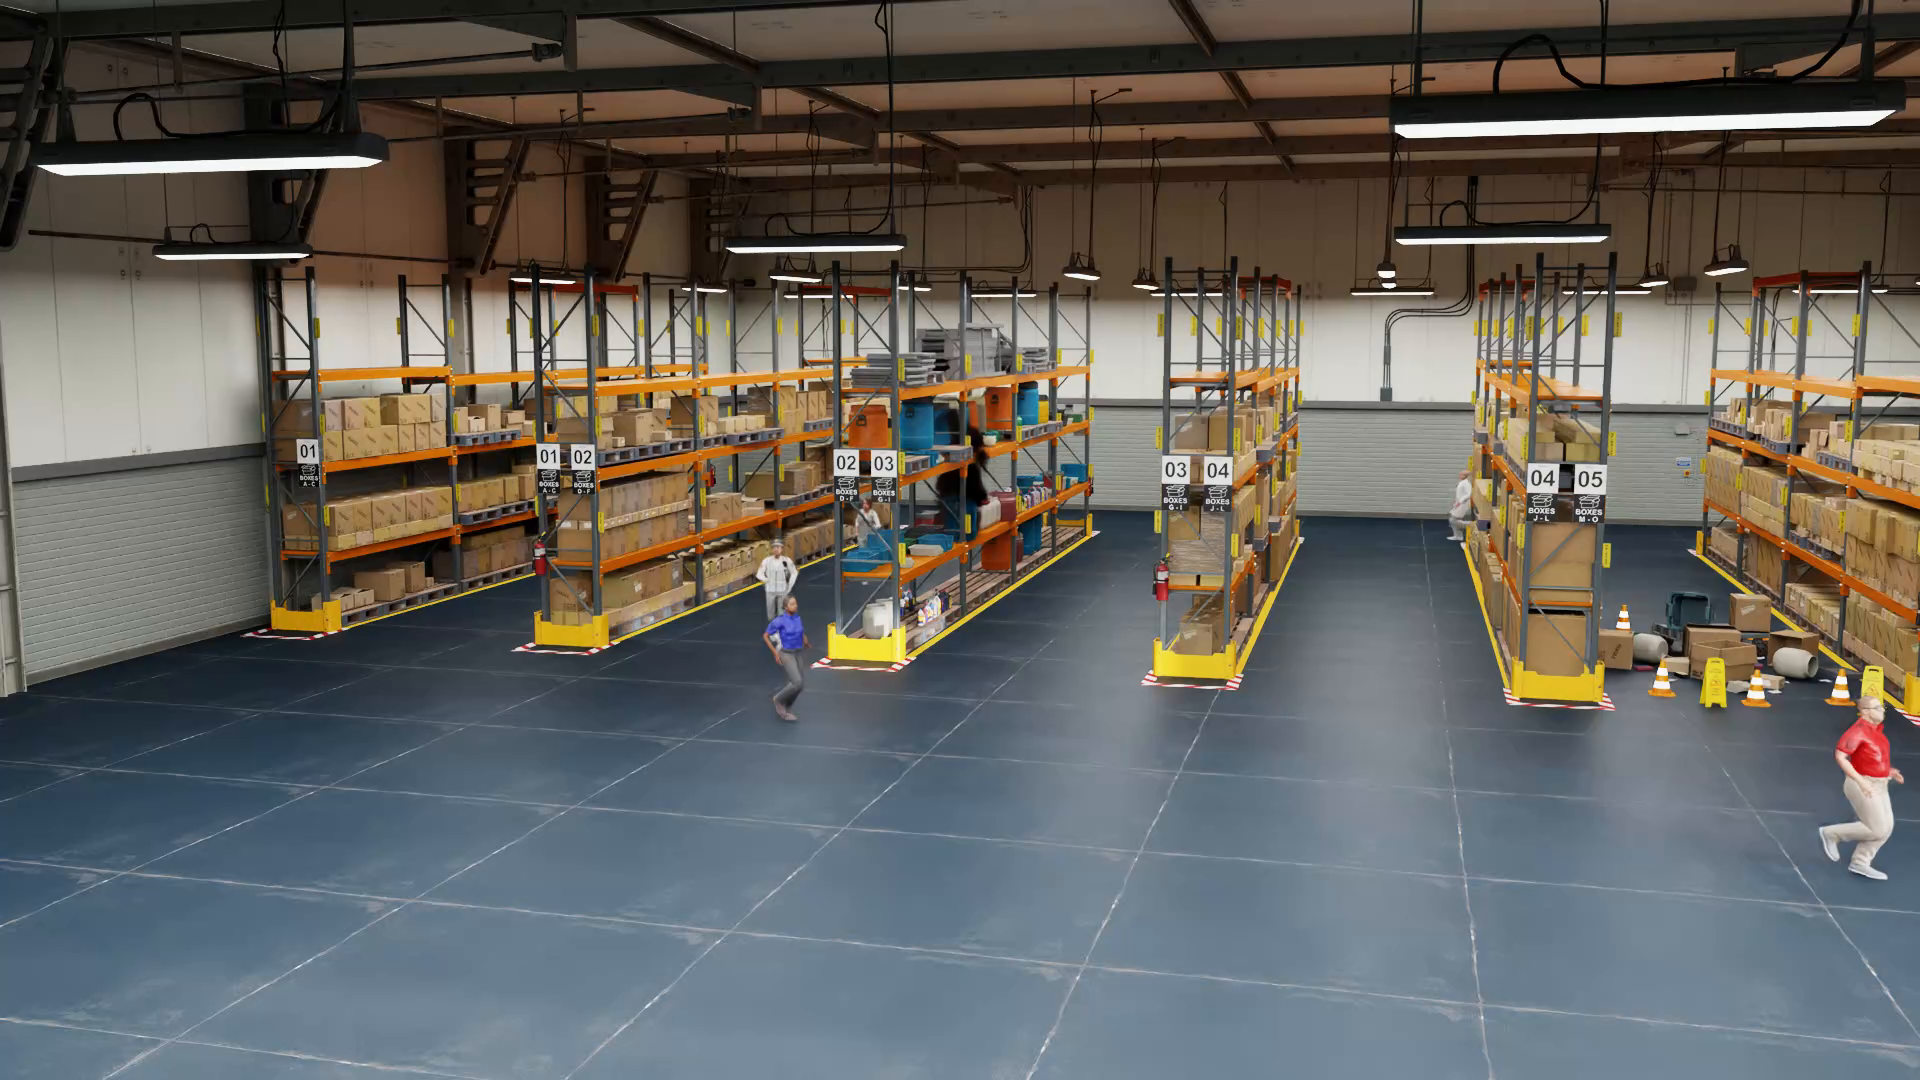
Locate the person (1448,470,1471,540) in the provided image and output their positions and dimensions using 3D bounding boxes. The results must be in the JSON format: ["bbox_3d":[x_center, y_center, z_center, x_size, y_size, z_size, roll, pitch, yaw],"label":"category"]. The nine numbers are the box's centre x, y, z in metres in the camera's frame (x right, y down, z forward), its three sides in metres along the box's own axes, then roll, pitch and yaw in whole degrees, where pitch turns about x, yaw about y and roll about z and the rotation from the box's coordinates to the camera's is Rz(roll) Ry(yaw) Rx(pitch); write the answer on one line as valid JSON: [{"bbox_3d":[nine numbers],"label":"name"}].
[{"bbox_3d":[11.854,-0.809,39.185,0.604,1.713,0.758,1,7,11],"label":"person"}]

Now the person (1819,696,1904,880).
[{"bbox_3d":[8.275,2.254,15.245,0.670,1.684,0.599,-6,10,-41],"label":"person"}]

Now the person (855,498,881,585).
[{"bbox_3d":[-1.721,0.006,30.832,0.538,1.587,0.735,1,7,10],"label":"person"}]

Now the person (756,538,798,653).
[{"bbox_3d":[-2.826,0.827,25.640,0.627,1.722,0.819,0,7,0],"label":"person"}]

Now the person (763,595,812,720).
[{"bbox_3d":[-2.122,1.517,21.185,0.568,1.615,0.560,5,9,37],"label":"person"}]
